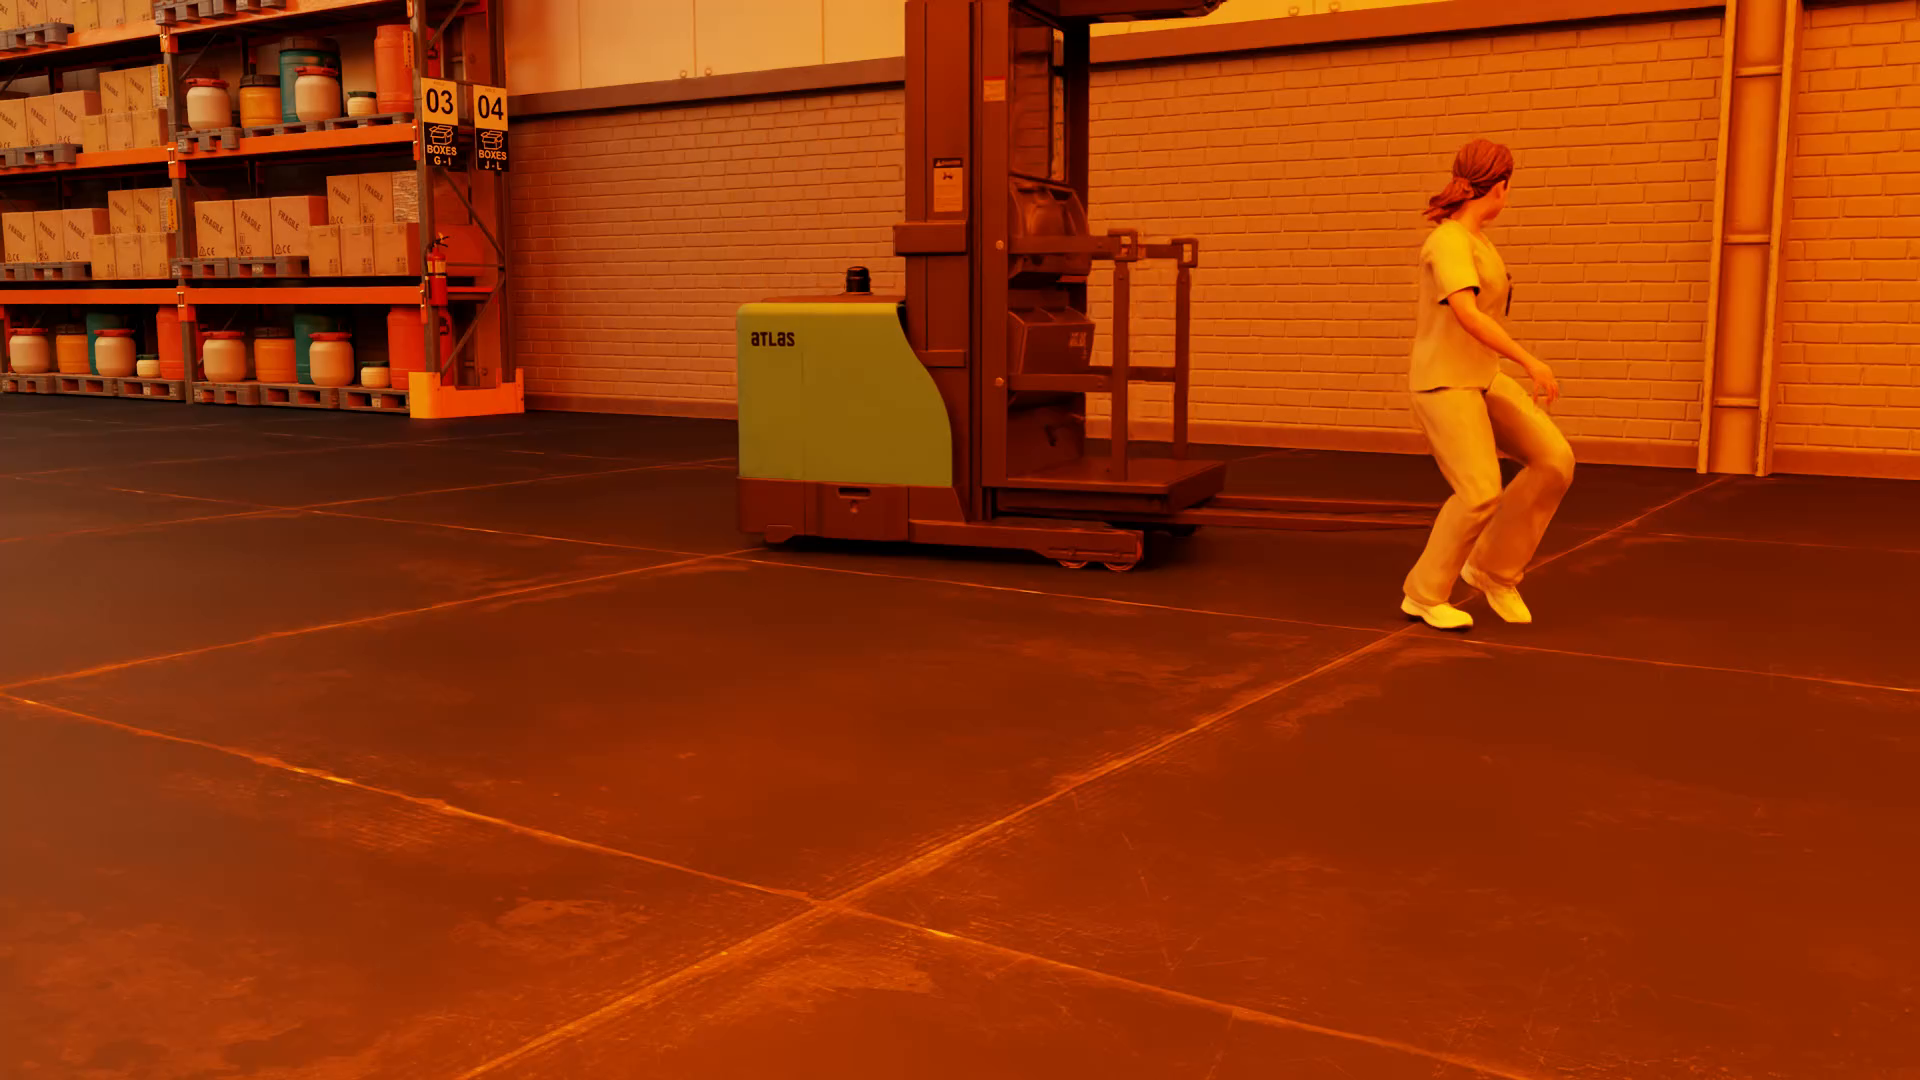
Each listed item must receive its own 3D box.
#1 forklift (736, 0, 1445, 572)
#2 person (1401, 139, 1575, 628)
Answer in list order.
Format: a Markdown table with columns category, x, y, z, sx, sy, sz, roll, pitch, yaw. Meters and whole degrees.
| category | x | y | z | sx | sy | sz | roll | pitch | yaw |
| --- | --- | --- | --- | --- | --- | --- | --- | --- | --- |
| forklift | 0.577 | -1.407 | 7.086 | 3.031 | 2.935 | 1.130 | 3 | 9 | 22 |
| person | 1.707 | -0.500 | 5.531 | 0.655 | 1.611 | 0.616 | 7 | 11 | 42 |
